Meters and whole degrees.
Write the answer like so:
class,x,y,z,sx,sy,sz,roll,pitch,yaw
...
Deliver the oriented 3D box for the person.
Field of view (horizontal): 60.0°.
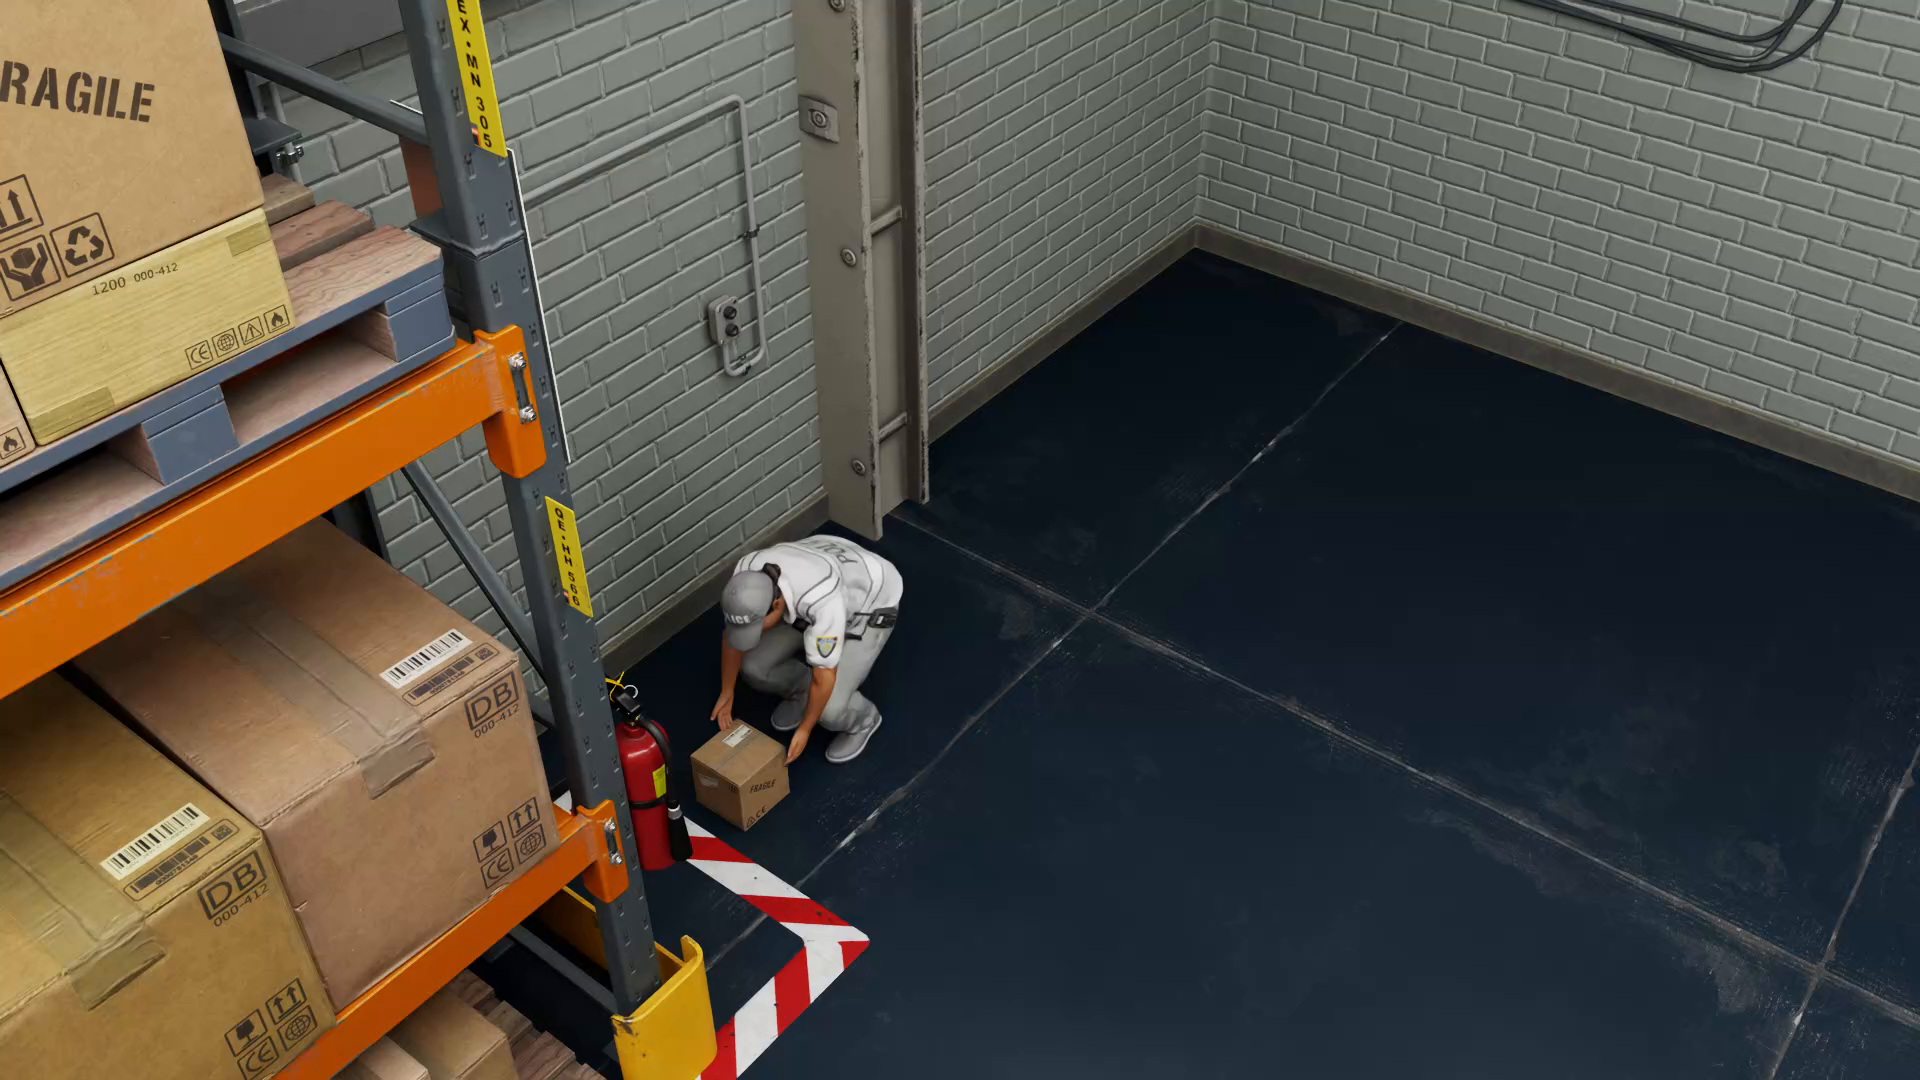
class,x,y,z,sx,sy,sz,roll,pitch,yaw
person,-0.559,0.375,6.171,0.532,1.067,0.838,26,46,28
